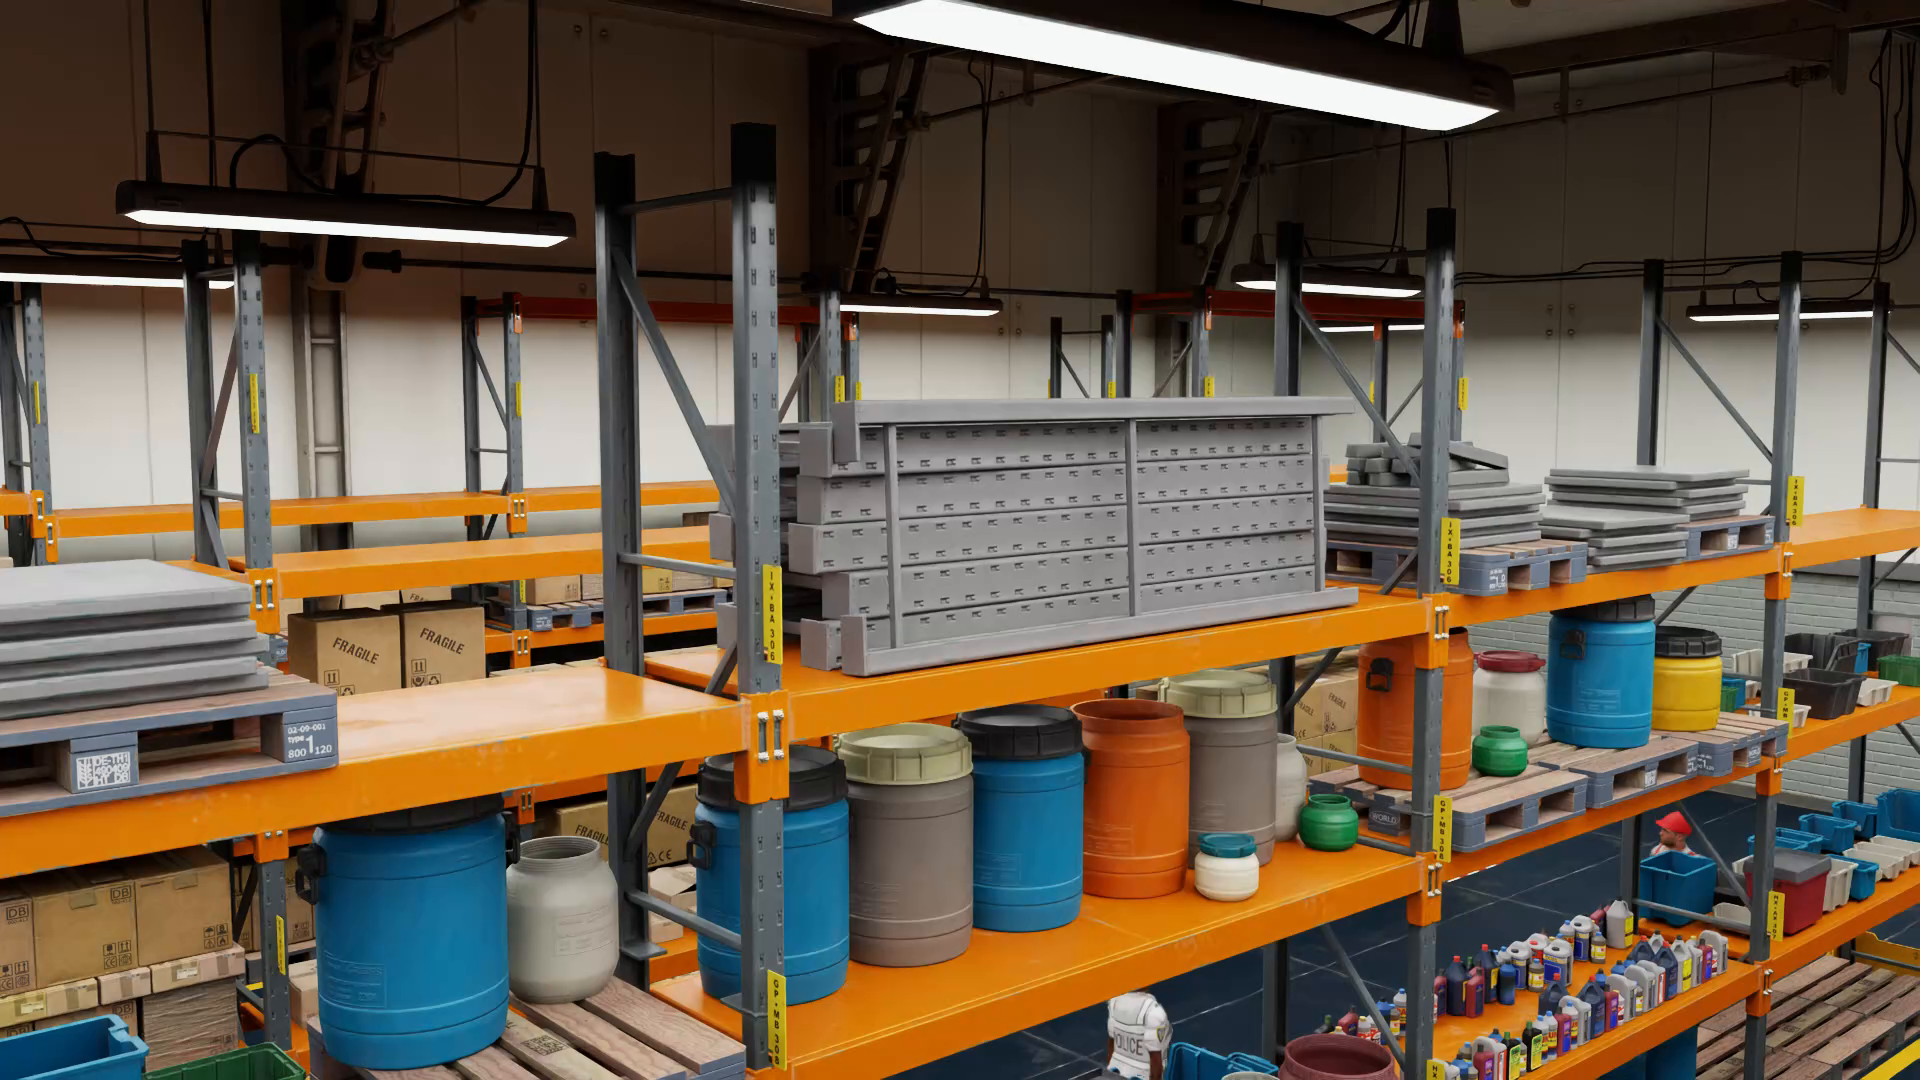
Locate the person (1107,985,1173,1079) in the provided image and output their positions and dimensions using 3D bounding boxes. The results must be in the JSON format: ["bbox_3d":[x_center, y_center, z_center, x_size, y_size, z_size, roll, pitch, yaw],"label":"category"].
[{"bbox_3d":[1.077,3.361,10.198,0.457,1.677,0.497,-4,6,-33],"label":"person"}]

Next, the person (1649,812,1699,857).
[{"bbox_3d":[5.667,3.033,13.364,1.071,1.741,0.659,-2,6,-21],"label":"person"}]
